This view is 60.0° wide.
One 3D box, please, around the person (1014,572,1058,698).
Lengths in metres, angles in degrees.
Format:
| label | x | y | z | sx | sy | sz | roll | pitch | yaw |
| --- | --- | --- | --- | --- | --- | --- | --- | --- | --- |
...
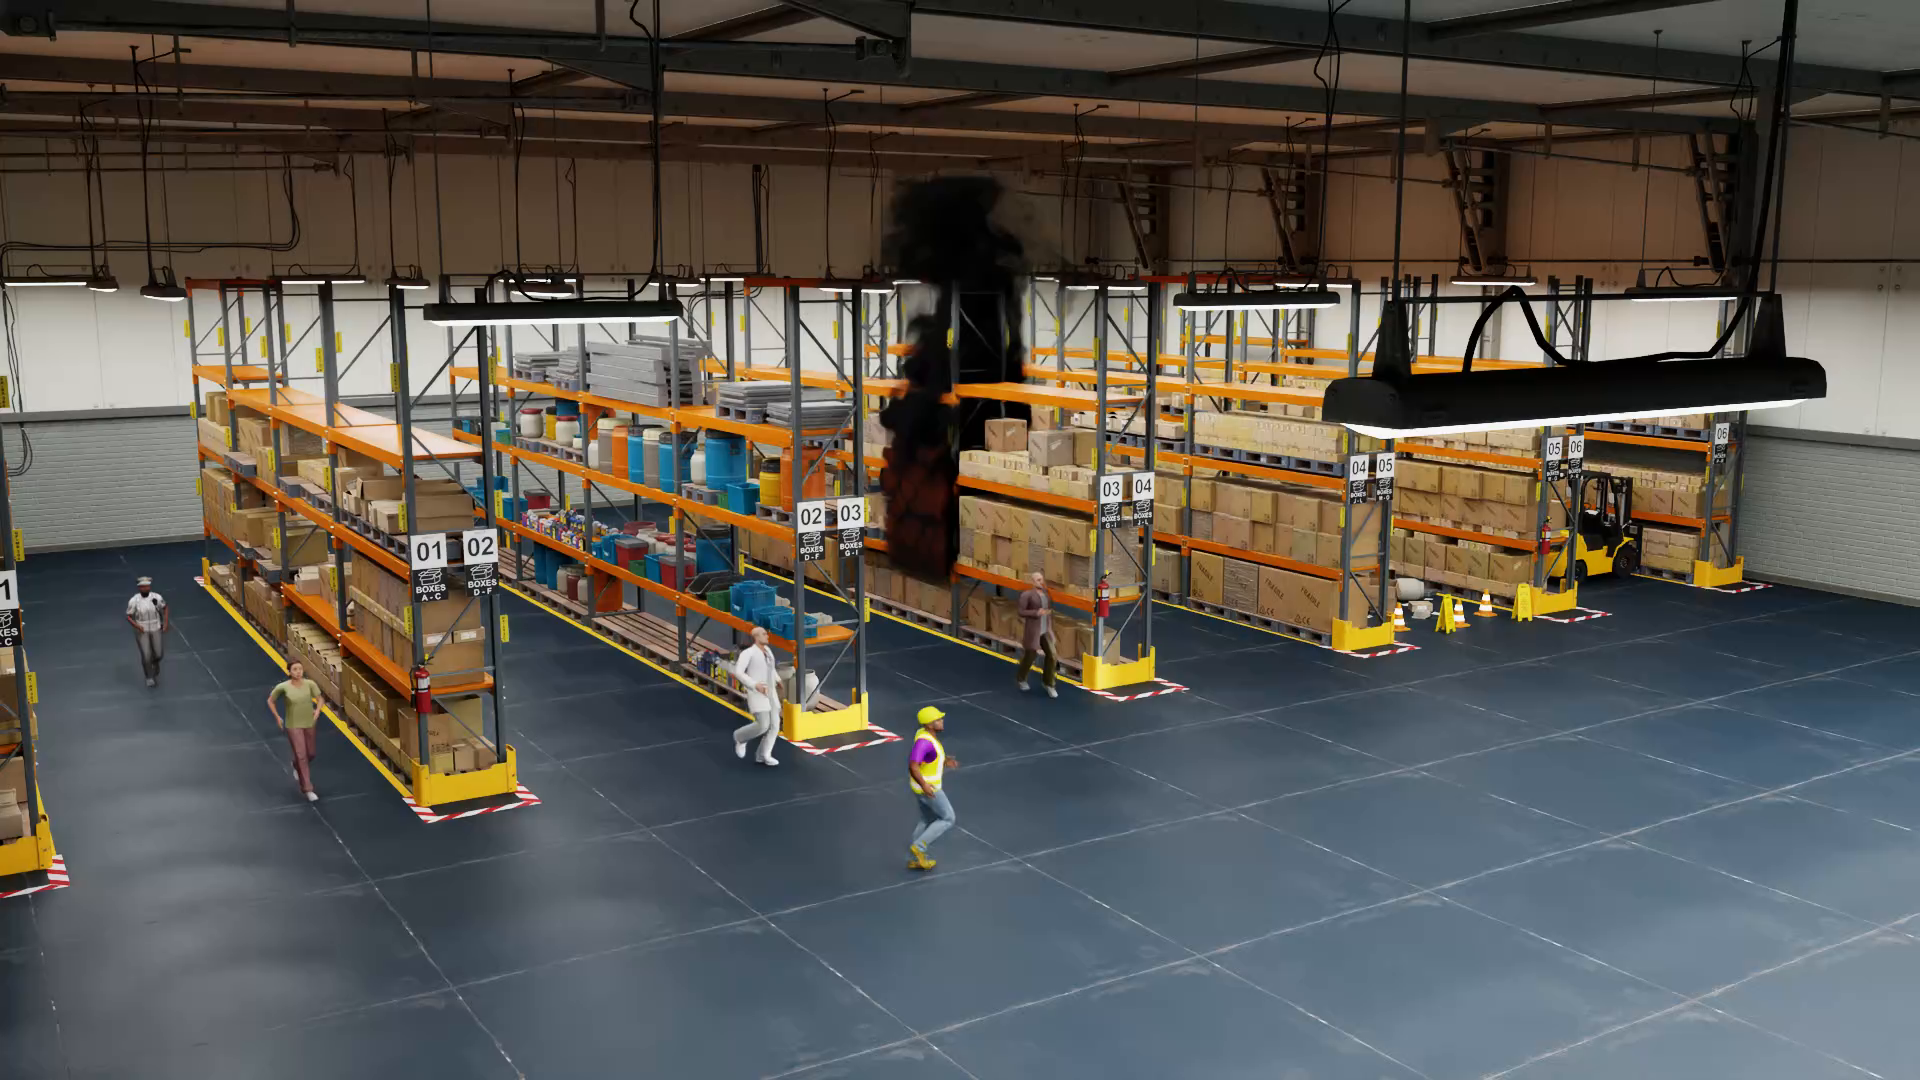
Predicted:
| label | x | y | z | sx | sy | sz | roll | pitch | yaw |
| --- | --- | --- | --- | --- | --- | --- | --- | --- | --- |
| person | 1.105 | 1.392 | 24.422 | 0.702 | 1.868 | 0.763 | -7 | 12 | -36 |

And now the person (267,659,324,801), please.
| label | x | y | z | sx | sy | sz | roll | pitch | yaw |
| --- | --- | --- | --- | --- | --- | --- | --- | --- | --- |
| person | -7.875 | 2.216 | 19.800 | 0.604 | 1.647 | 0.907 | -8 | 12 | -39 |

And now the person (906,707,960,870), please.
| label | x | y | z | sx | sy | sz | roll | pitch | yaw |
| --- | --- | --- | --- | --- | --- | --- | --- | --- | --- |
| person | -0.276 | 2.581 | 17.418 | 0.600 | 1.728 | 0.677 | -2 | 10 | -10 |

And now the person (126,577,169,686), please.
| label | x | y | z | sx | sy | sz | roll | pitch | yaw |
| --- | --- | --- | --- | --- | --- | --- | --- | --- | --- |
| person | -12.198 | 1.354 | 25.021 | 0.608 | 1.659 | 0.581 | -7 | 12 | -36 |

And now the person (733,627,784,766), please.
| label | x | y | z | sx | sy | sz | roll | pitch | yaw |
| --- | --- | --- | --- | --- | --- | --- | --- | --- | --- |
| person | -2.487 | 1.967 | 21.163 | 0.704 | 1.686 | 0.778 | 7 | 12 | 36 |
